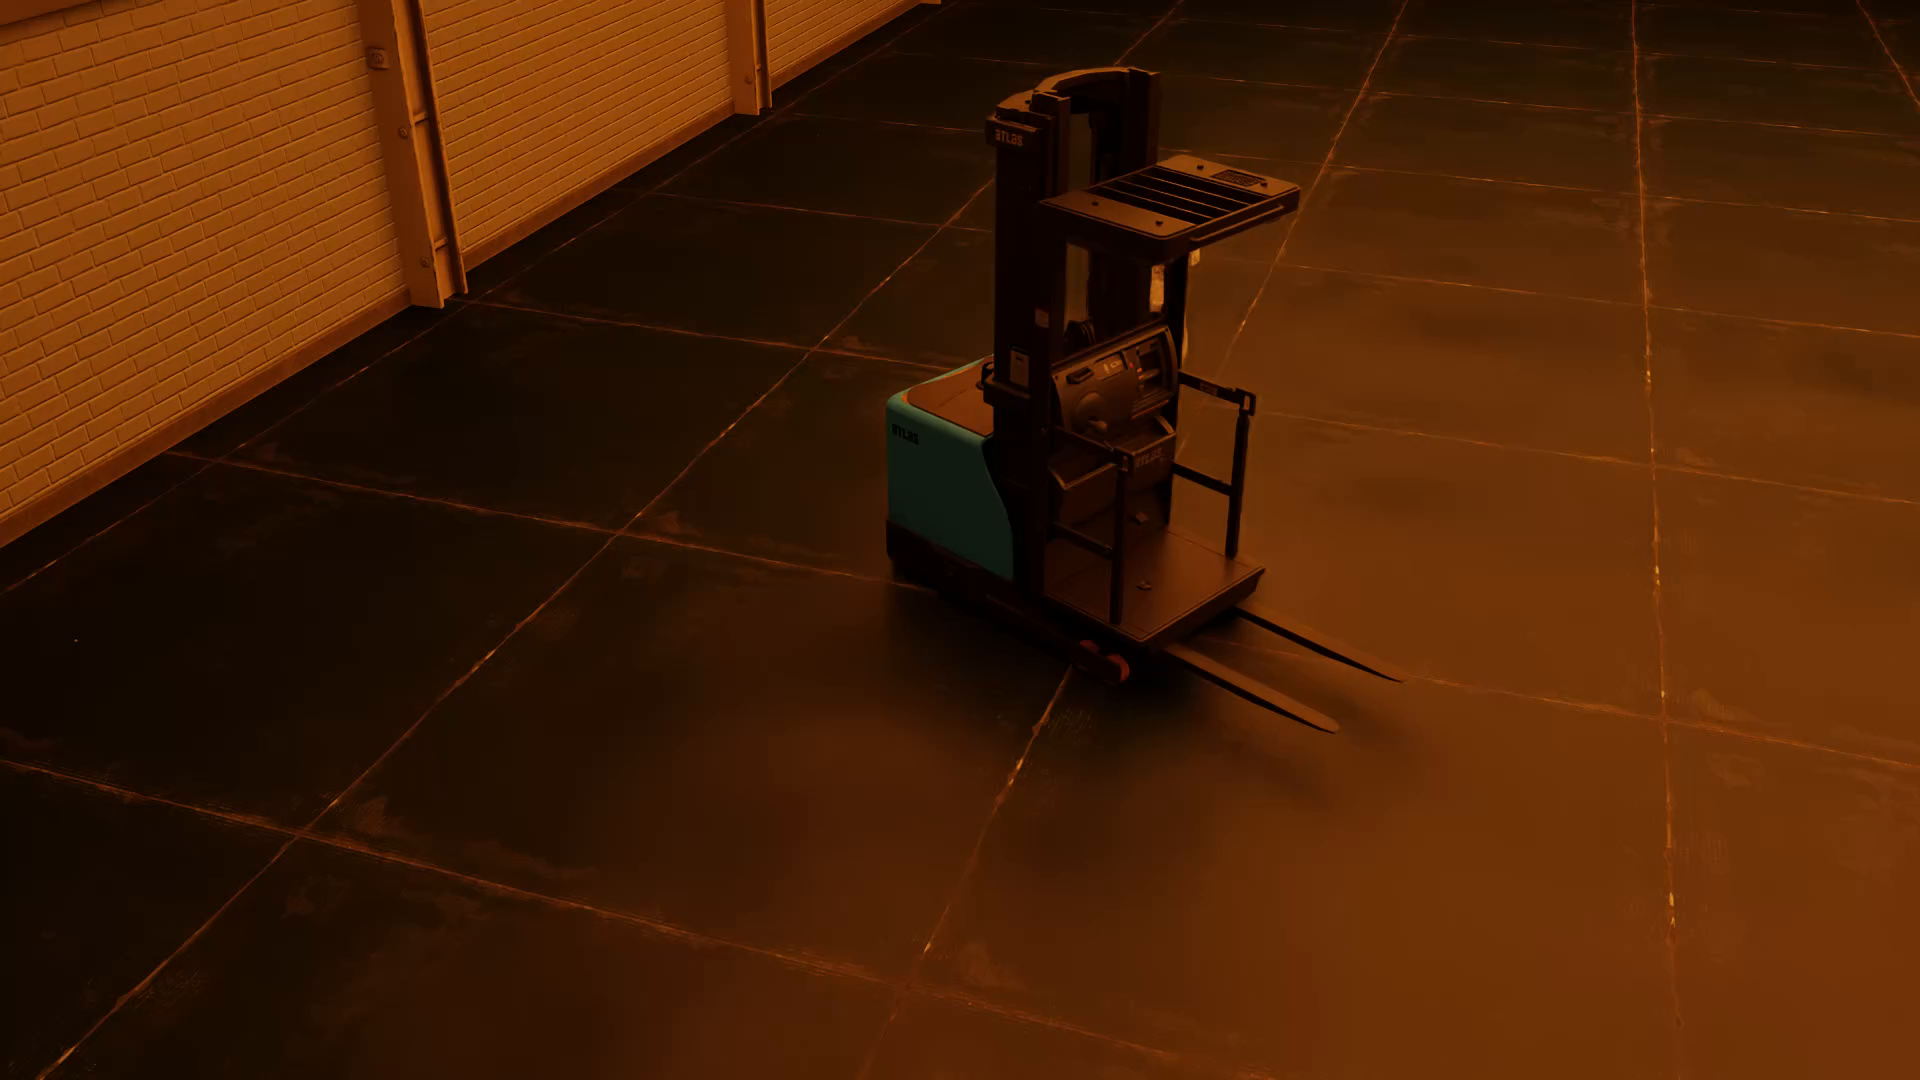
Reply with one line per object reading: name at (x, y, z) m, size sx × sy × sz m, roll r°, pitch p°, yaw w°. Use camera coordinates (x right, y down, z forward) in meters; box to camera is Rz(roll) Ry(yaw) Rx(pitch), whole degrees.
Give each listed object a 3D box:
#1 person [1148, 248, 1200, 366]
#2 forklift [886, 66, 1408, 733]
person at (1.355, -1.661, 11.448) m, size 0.531 × 1.588 × 0.814 m, roll 6°, pitch 30°, yaw 11°
forklift at (0.965, -0.797, 8.535) m, size 3.031 × 2.935 × 1.130 m, roll 26°, pitch 39°, yaw 38°
